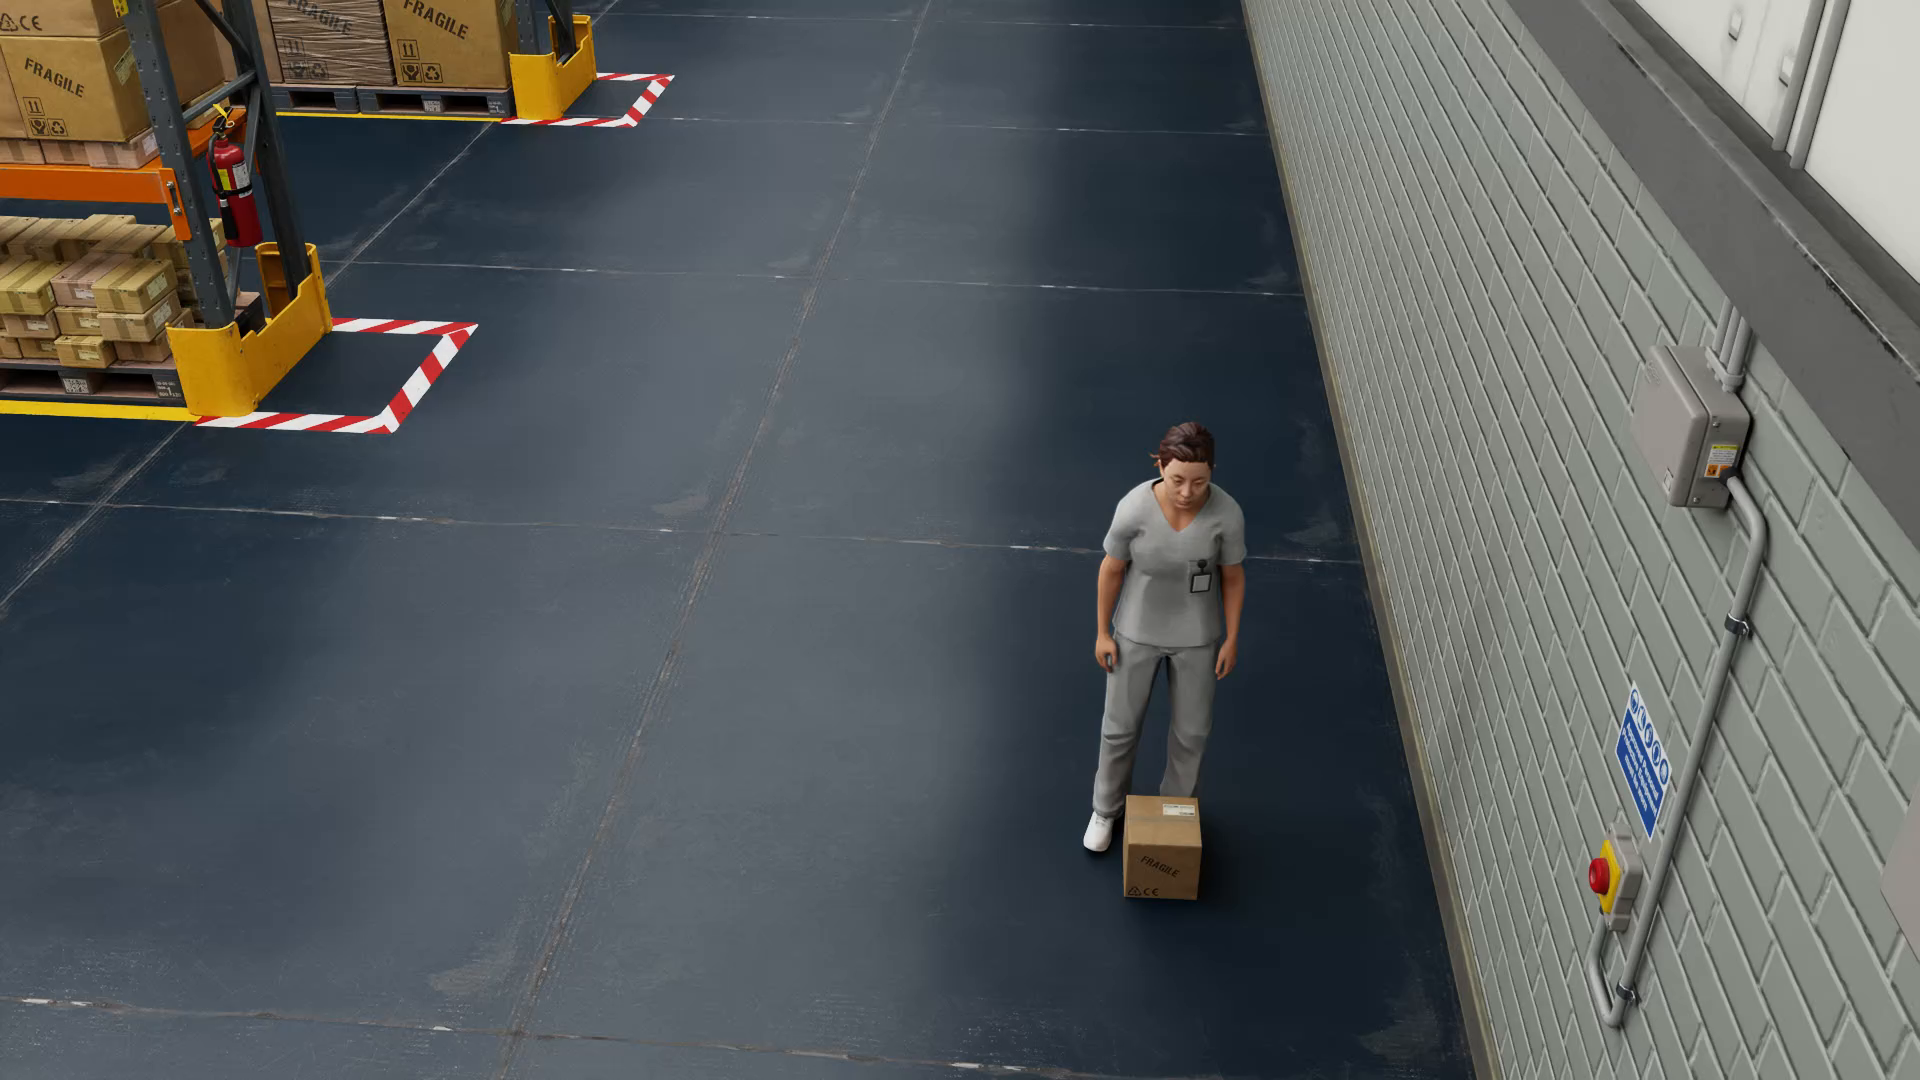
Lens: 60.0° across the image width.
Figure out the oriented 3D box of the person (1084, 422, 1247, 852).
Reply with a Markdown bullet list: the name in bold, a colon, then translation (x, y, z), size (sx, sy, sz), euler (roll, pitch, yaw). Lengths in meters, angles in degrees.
- **person**: translation (0.697, 0.334, 5.605), size (0.488, 1.673, 0.359), euler (3, 32, 4)
